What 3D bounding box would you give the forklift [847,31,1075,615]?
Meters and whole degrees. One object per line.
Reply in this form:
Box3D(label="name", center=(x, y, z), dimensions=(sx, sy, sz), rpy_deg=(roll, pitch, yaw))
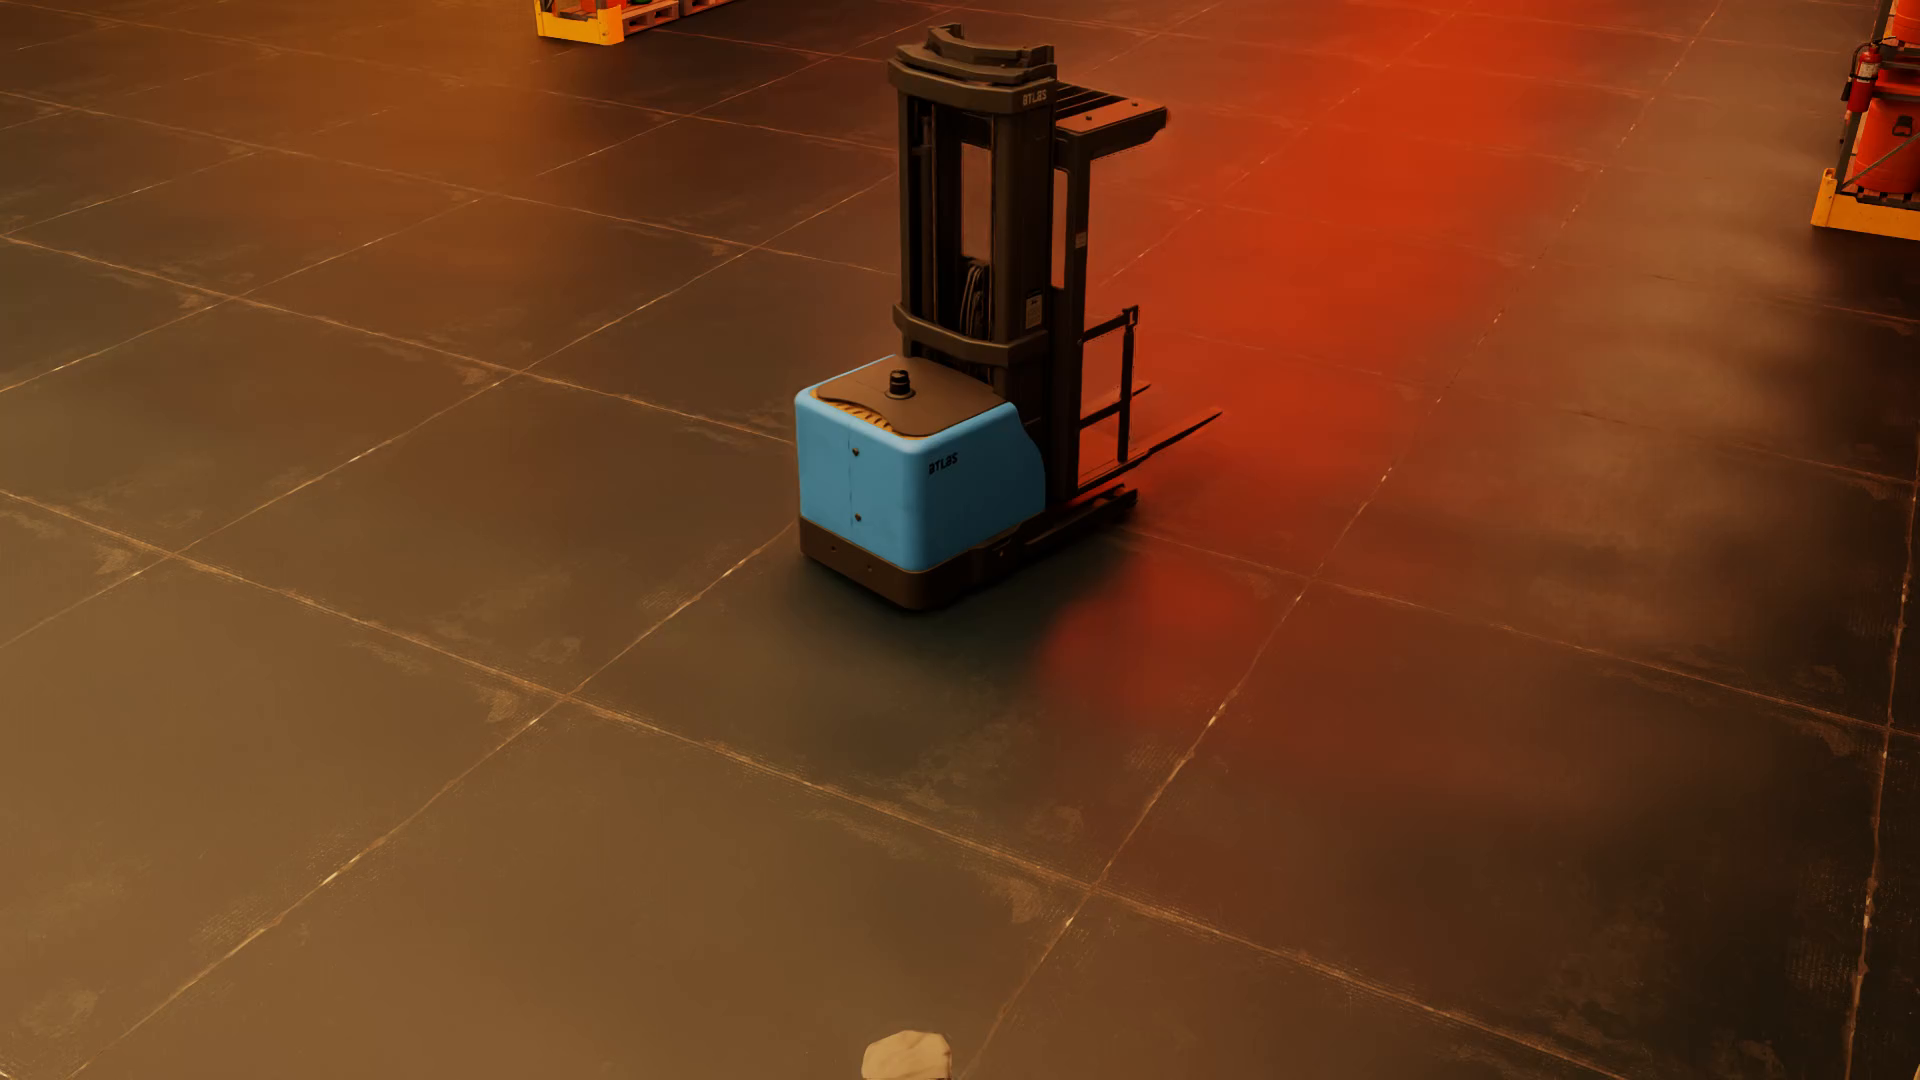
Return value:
Box3D(label="forklift", center=(0.072, -1.572, 9.794), dimensions=(1.130, 2.935, 3.031), rpy_deg=(3, 30, 6))
